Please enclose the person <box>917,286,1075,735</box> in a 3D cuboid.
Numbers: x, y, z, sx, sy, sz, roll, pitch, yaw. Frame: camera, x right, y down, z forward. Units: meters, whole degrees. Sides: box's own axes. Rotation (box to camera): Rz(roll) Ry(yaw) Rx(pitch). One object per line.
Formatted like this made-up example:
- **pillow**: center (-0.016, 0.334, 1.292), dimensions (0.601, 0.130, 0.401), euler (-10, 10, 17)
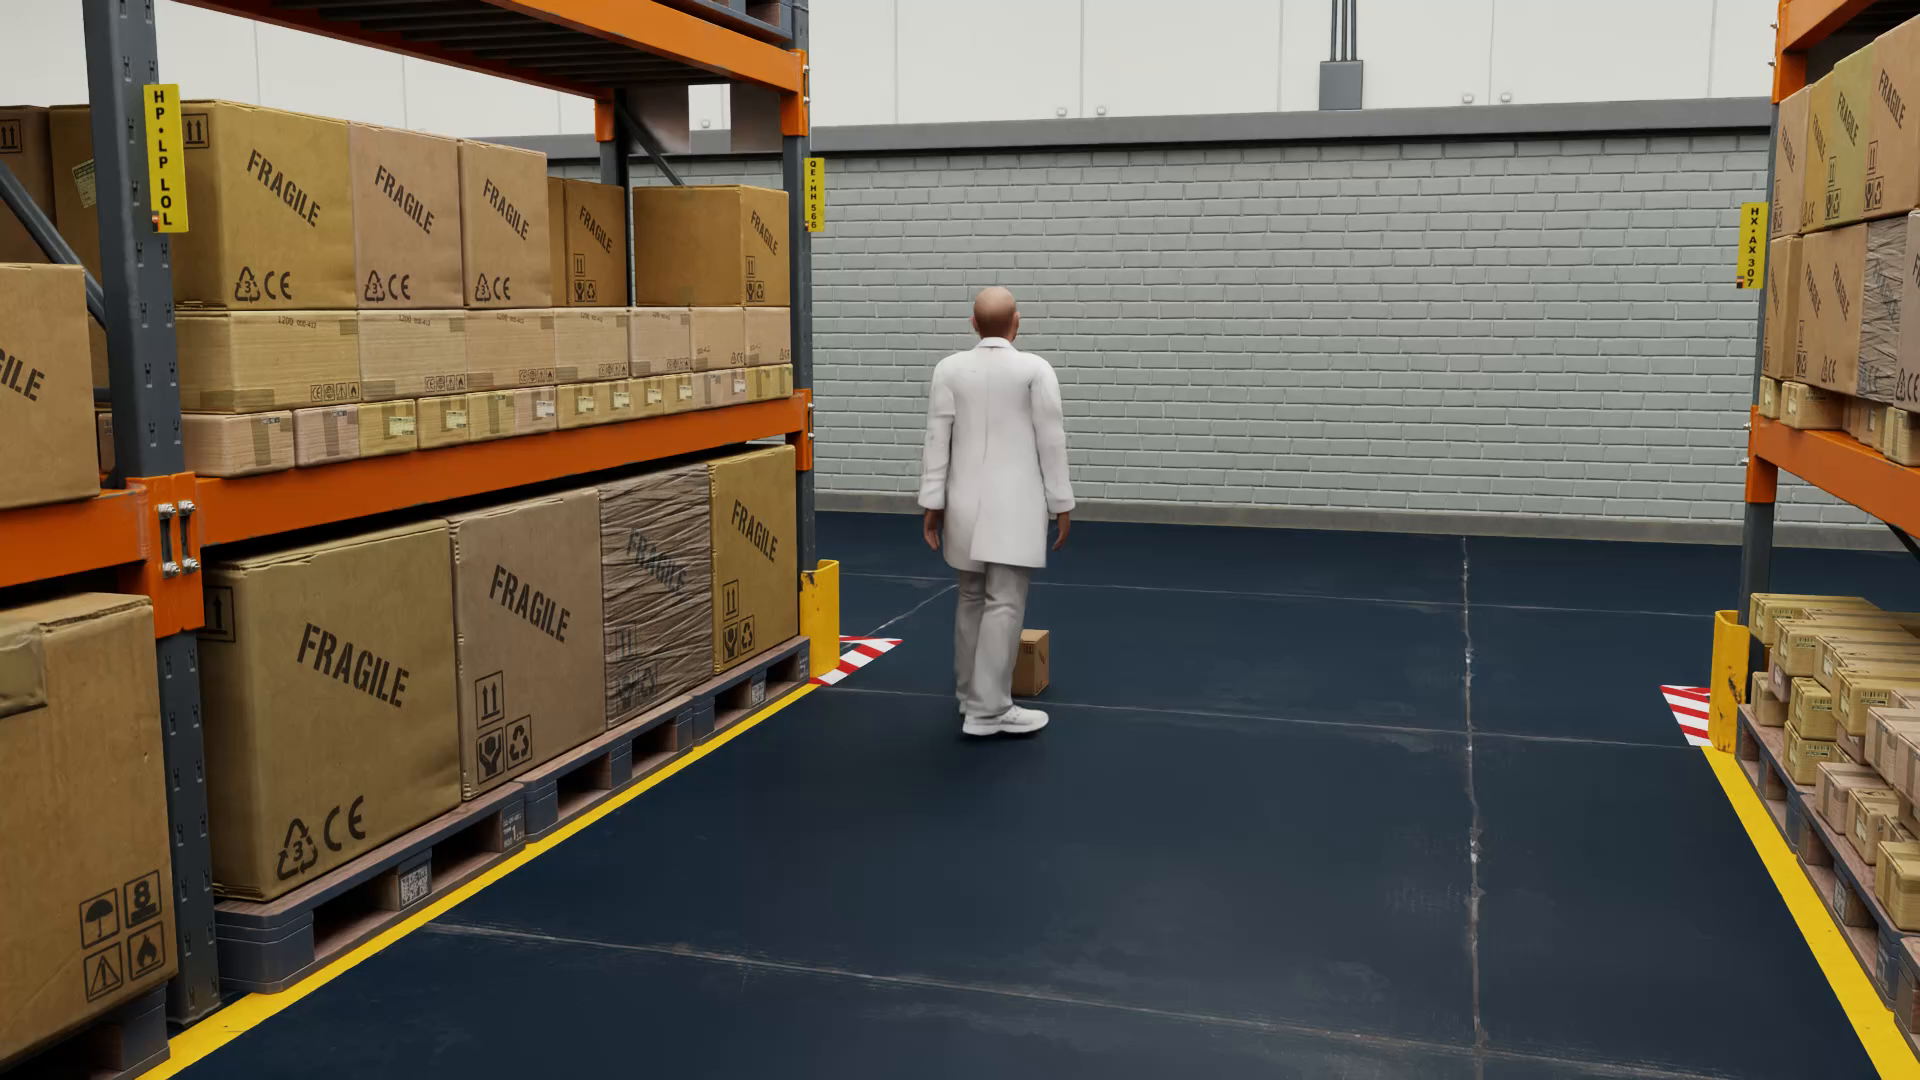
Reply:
- **person**: center (0.186, -0.135, 6.740), dimensions (0.617, 1.767, 0.689), euler (4, 9, 26)
